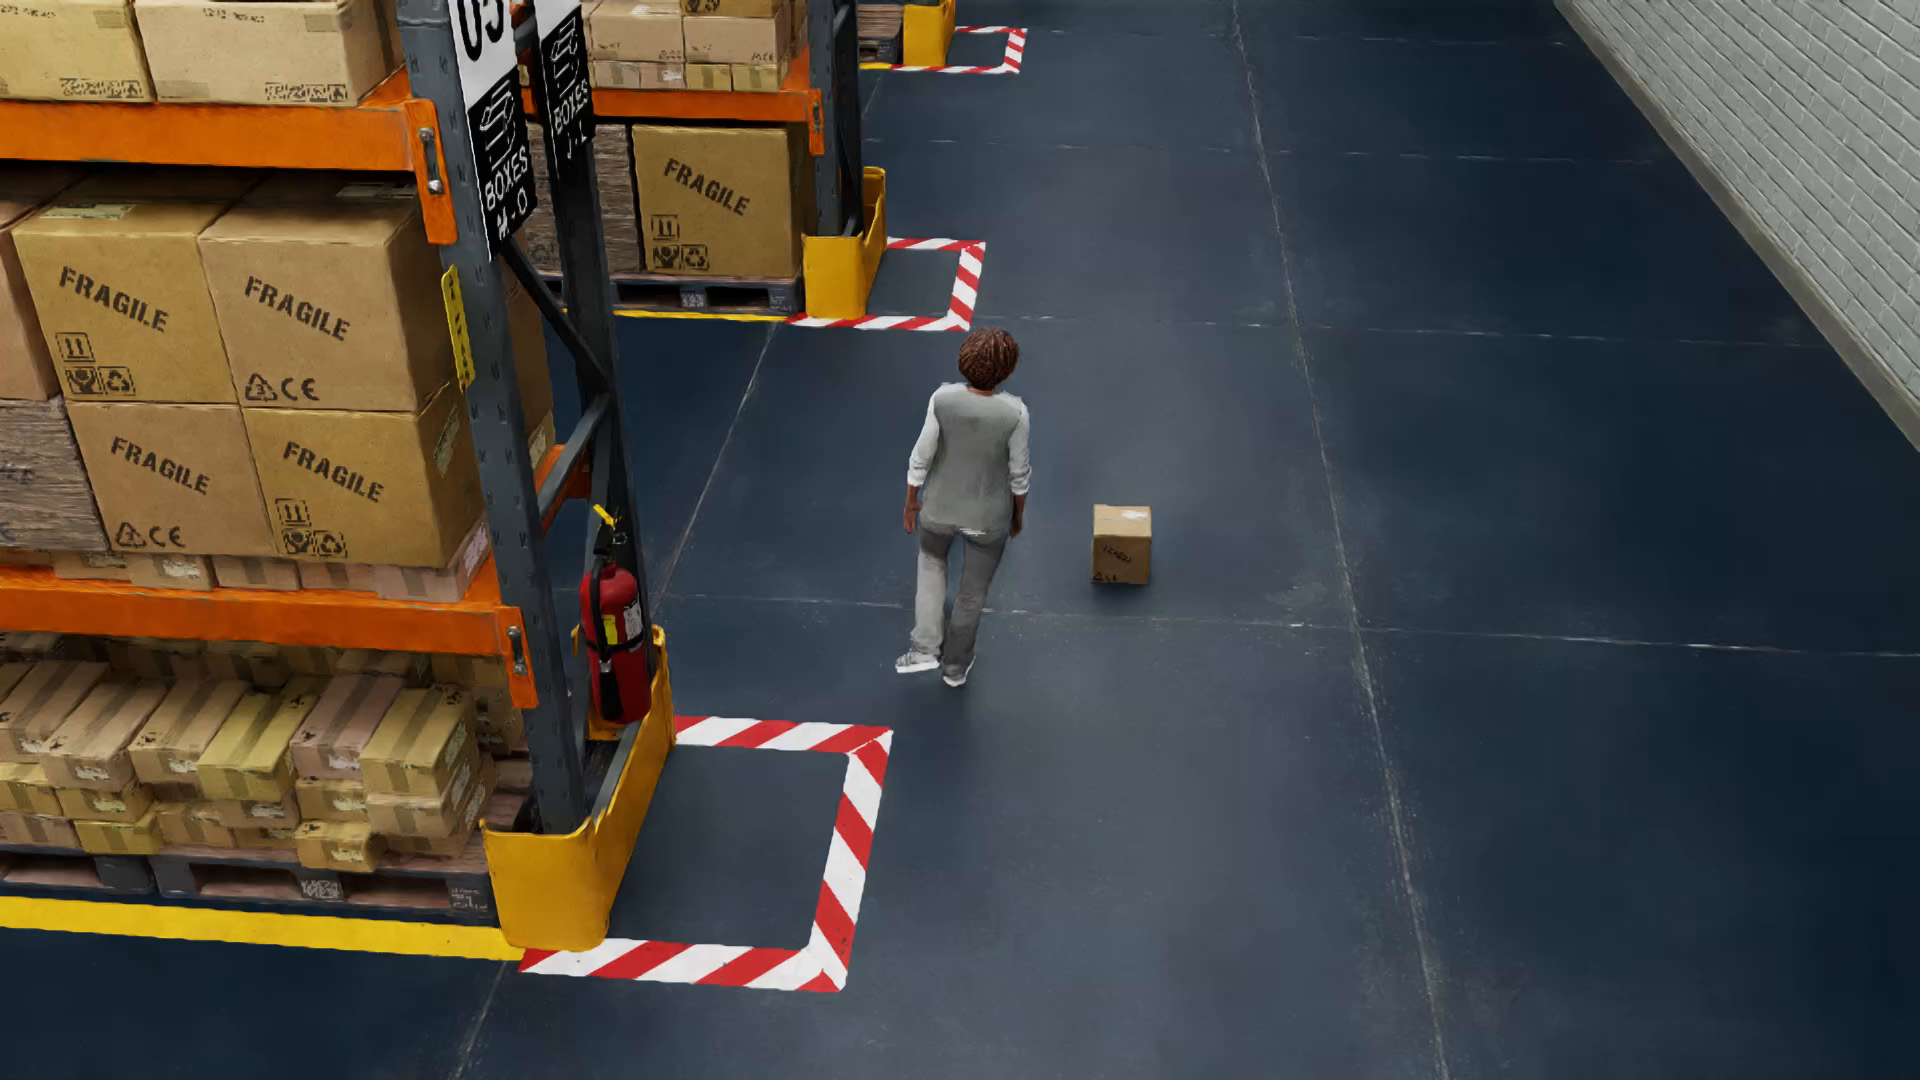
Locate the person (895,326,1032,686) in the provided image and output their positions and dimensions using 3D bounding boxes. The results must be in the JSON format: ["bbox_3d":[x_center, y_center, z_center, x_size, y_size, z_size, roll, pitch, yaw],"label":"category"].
[{"bbox_3d":[0.010,-0.111,6.296,0.528,1.591,0.396,7,33,11],"label":"person"}]
